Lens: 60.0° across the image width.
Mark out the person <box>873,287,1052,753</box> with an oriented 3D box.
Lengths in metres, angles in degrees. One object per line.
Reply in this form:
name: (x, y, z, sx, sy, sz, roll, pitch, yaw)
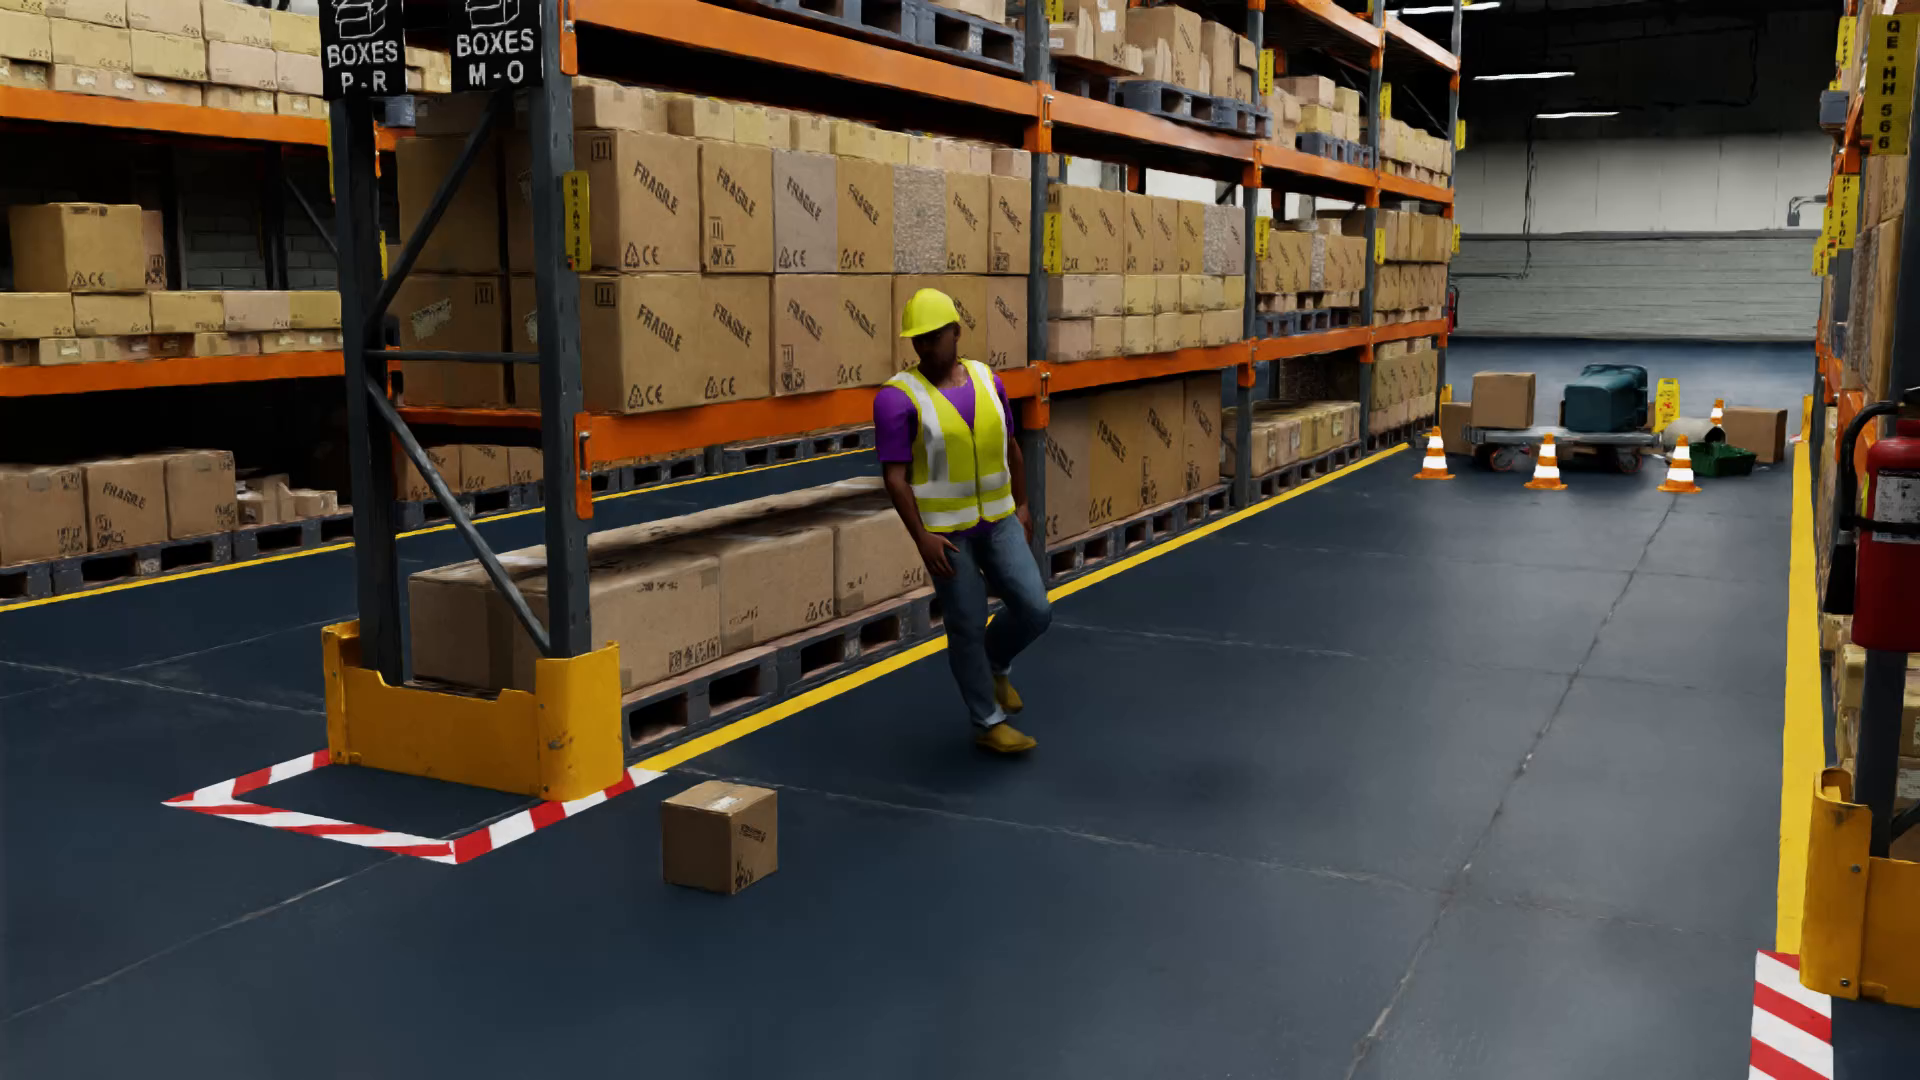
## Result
person: (0.018, -0.057, 6.184, 0.704, 1.745, 0.513, -6, 11, -33)
